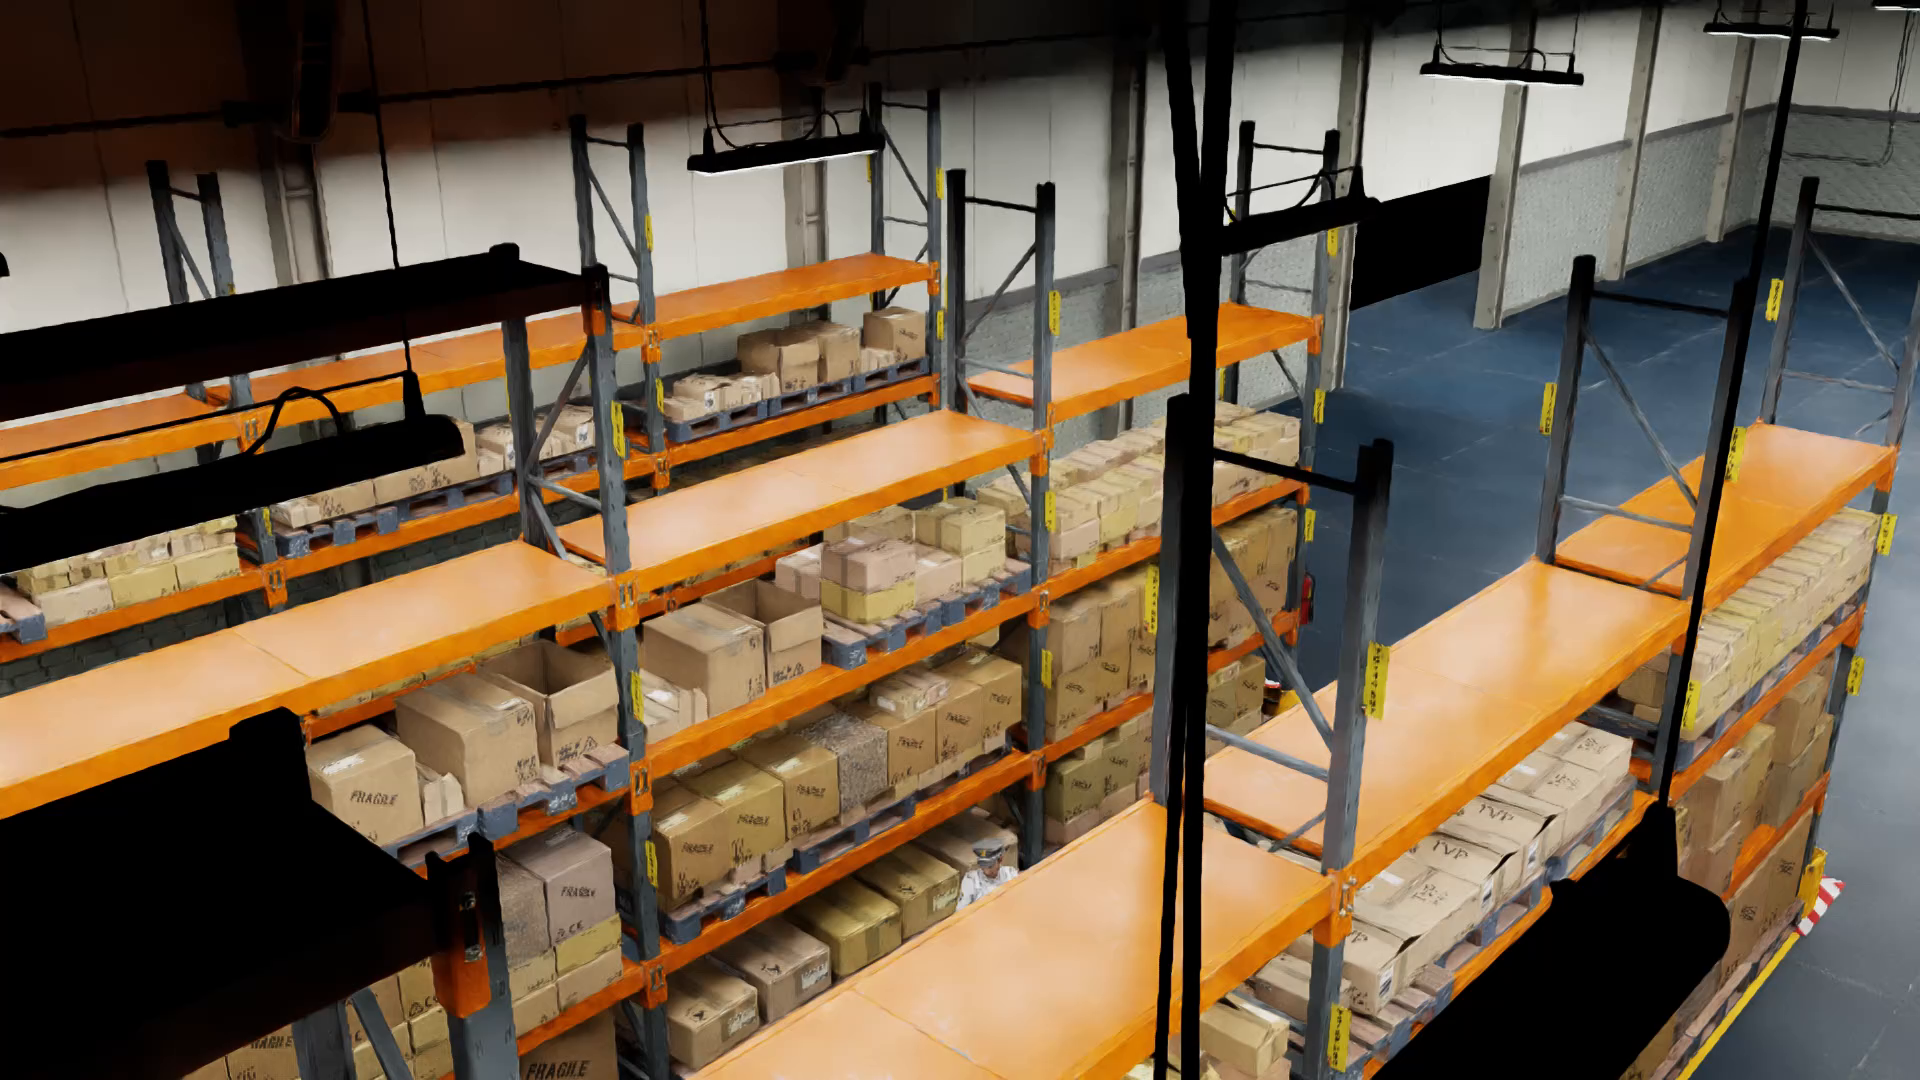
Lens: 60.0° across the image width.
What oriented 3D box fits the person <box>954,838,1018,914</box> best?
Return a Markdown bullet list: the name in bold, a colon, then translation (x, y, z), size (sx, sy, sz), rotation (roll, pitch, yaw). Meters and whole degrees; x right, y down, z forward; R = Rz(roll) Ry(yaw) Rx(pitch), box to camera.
- **person**: translation (0.216, 2.928, 12.132), size (0.571, 1.667, 0.543), rotation (-9, 23, -21)
